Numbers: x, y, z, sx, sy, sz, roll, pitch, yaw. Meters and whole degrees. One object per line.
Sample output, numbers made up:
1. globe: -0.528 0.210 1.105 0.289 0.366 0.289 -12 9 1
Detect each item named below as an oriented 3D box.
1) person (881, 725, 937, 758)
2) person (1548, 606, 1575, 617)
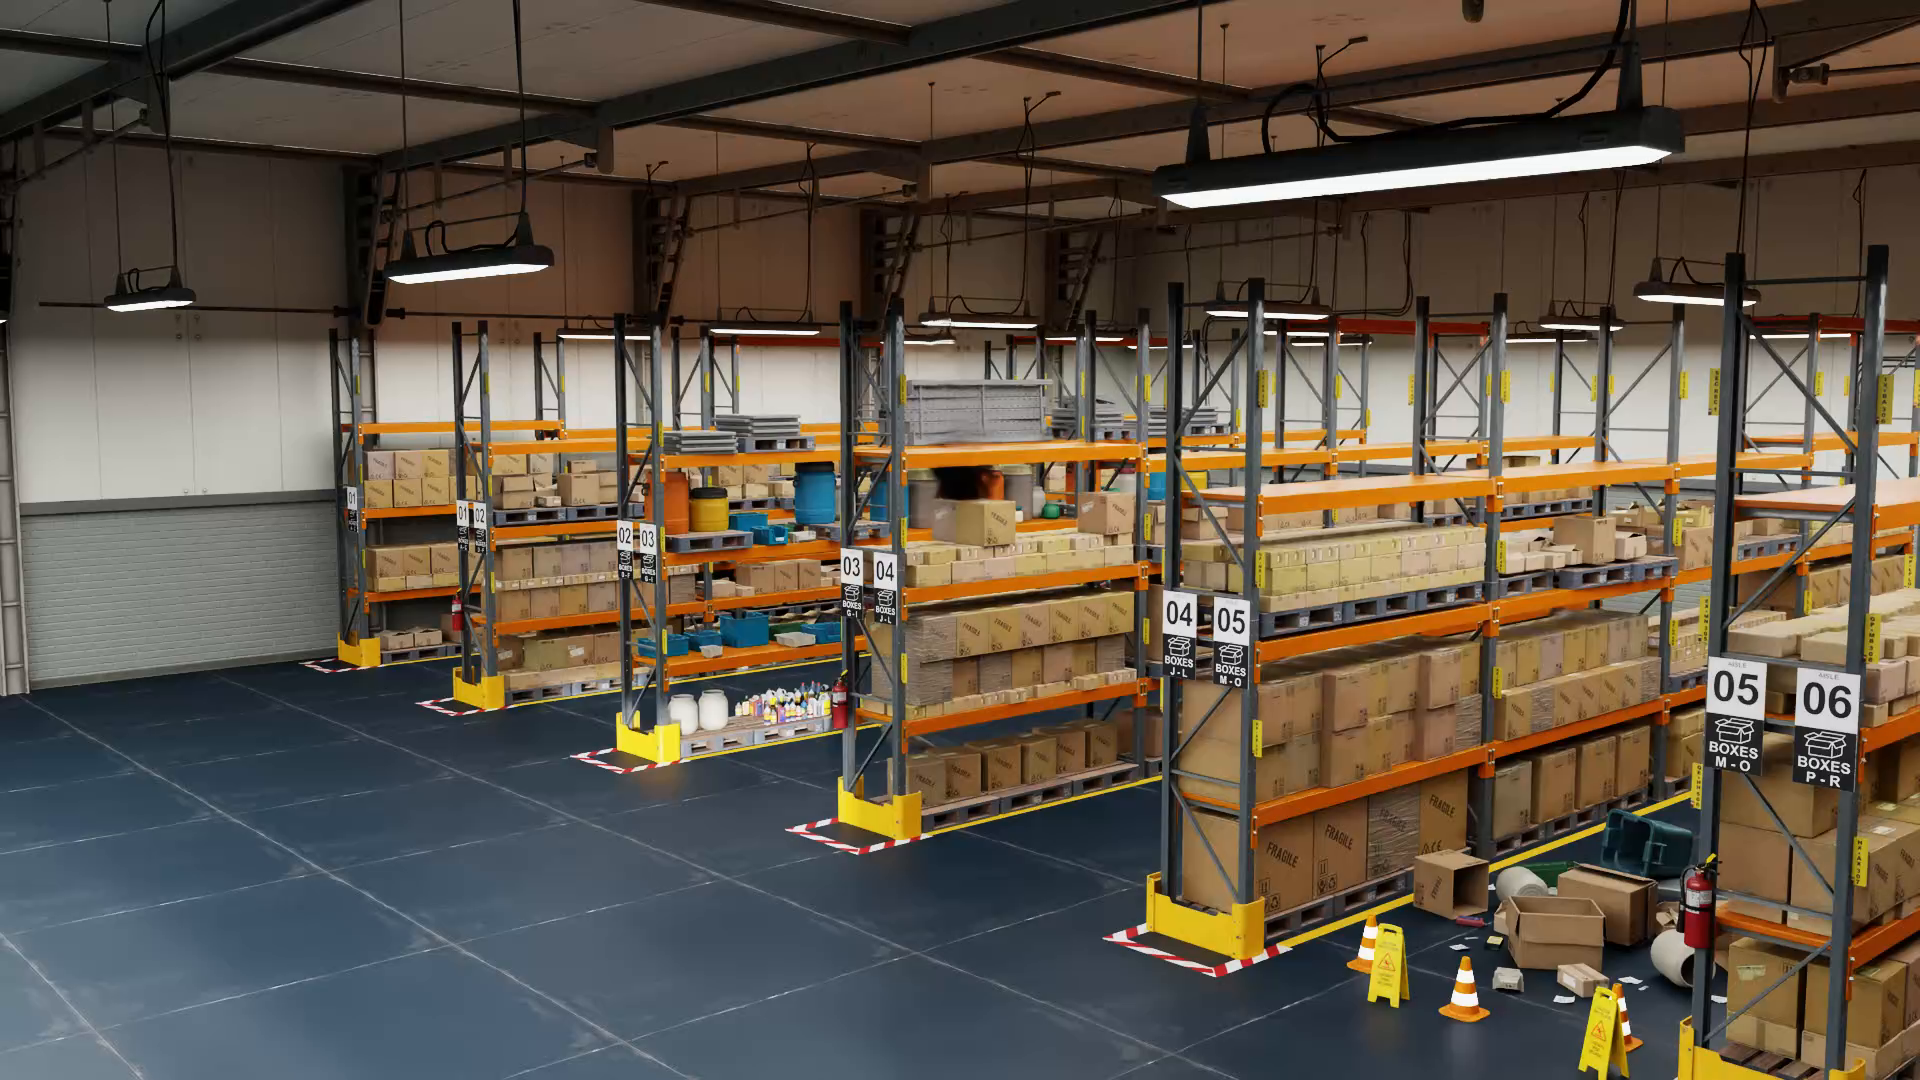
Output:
1. person: -0.673 2.118 21.253 0.776 1.612 0.585 -5 8 -42
2. person: 9.431 1.727 26.021 1.187 1.815 0.669 -5 8 -43
